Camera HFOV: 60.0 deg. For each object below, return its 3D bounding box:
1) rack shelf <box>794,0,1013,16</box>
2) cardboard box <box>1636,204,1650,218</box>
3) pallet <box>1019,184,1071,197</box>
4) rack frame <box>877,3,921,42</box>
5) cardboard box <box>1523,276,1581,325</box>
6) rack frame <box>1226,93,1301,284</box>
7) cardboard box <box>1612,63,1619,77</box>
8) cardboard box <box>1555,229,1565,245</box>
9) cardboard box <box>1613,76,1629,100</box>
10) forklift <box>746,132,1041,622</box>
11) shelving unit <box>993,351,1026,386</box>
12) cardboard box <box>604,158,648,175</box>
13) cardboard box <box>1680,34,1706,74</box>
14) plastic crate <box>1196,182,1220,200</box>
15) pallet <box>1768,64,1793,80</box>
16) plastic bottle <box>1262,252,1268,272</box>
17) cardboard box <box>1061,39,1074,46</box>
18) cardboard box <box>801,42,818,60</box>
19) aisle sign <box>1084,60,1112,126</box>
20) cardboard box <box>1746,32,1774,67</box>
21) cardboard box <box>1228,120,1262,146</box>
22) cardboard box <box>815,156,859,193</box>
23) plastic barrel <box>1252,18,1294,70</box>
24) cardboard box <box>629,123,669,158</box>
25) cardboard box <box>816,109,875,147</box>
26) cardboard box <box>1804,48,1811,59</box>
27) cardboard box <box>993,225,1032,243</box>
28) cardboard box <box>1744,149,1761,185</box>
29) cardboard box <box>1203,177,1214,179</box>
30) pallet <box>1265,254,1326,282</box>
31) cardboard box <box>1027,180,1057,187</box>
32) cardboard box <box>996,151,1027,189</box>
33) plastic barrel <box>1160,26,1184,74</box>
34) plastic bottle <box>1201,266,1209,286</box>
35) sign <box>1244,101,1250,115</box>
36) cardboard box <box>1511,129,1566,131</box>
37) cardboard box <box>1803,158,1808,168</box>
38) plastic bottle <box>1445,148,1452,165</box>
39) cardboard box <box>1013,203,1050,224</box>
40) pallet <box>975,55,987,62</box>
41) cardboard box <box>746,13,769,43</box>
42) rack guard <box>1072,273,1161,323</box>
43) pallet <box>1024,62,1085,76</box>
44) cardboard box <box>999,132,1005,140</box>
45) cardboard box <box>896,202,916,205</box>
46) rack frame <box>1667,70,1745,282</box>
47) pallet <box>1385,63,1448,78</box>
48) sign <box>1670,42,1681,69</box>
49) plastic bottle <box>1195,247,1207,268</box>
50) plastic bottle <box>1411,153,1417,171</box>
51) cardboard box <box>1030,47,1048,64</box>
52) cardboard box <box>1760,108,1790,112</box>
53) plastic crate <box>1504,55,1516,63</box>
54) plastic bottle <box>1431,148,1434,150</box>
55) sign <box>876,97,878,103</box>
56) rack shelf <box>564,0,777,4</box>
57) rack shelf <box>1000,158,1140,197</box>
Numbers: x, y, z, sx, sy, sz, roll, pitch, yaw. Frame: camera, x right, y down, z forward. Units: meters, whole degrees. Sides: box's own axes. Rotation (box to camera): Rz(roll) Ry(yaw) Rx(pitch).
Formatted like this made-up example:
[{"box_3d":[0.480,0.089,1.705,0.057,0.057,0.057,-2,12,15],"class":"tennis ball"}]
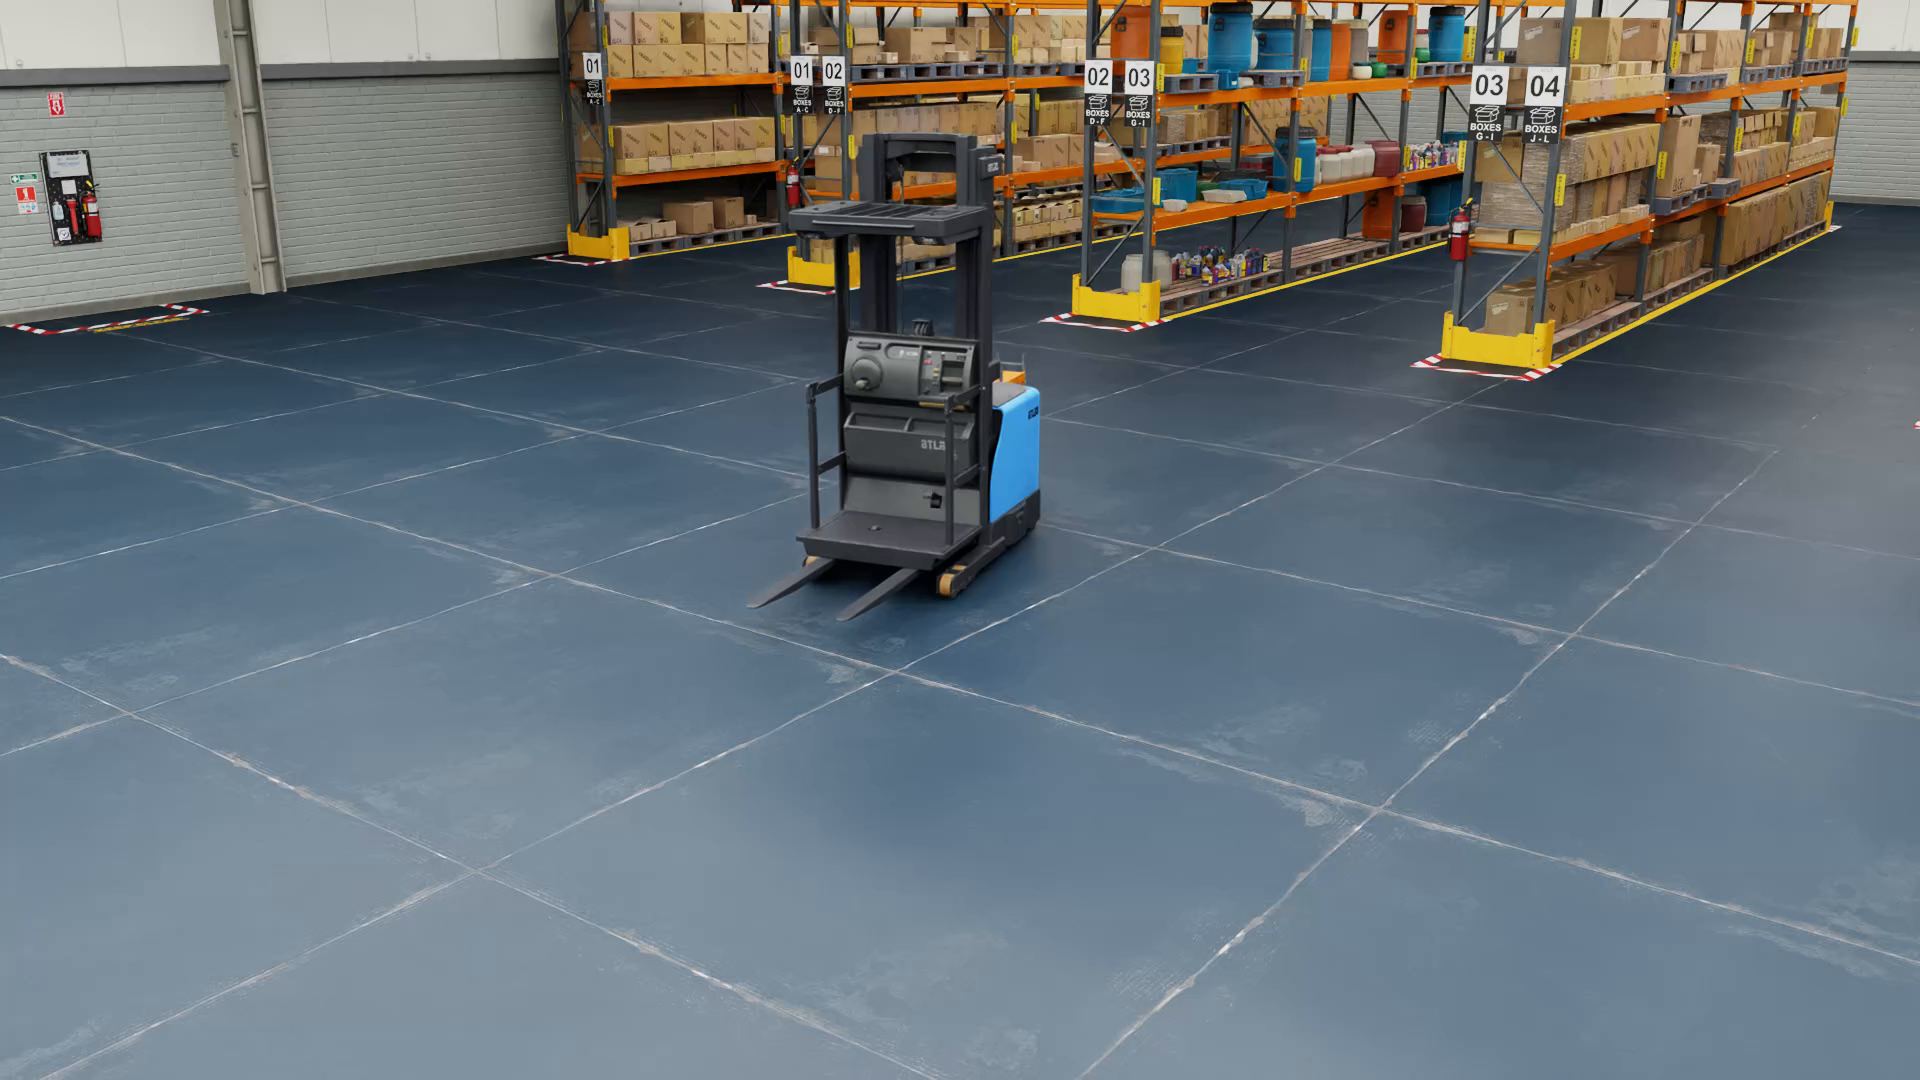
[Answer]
[{"box_3d":[-0.777,-7.991,24.691,1.077,0.370,4.000,12,21,35],"class":"rack shelf"},{"box_3d":[8.476,-4.163,21.014,0.380,0.149,0.250,12,21,35],"class":"cardboard box"},{"box_3d":[1.716,-7.753,36.853,1.003,0.211,1.213,12,21,35],"class":"pallet"},{"box_3d":[-1.183,-10.829,31.943,1.000,3.000,0.127,12,21,35],"class":"rack frame"},{"box_3d":[7.087,-2.880,19.967,0.500,0.500,0.500,15,23,40],"class":"cardboard box"},{"box_3d":[4.390,-5.261,24.128,1.000,3.000,0.127,12,21,35],"class":"rack frame"},{"box_3d":[7.394,-5.445,19.244,0.380,0.149,0.250,11,21,33],"class":"cardboard box"},{"box_3d":[6.510,-3.395,18.542,0.380,0.149,0.250,12,21,35],"class":"cardboard box"},{"box_3d":[7.386,-5.229,19.220,0.500,0.250,0.500,13,22,36],"class":"cardboard box"},{"box_3d":[-0.426,-1.156,11.025,1.130,2.935,3.031,7,19,21],"class":"forklift"},{"box_3d":[0.299,-0.810,12.829,0.258,1.200,0.503,7,19,21],"class":"shelving unit"},{"box_3d":[-5.404,-6.057,26.910,0.500,0.250,0.500,12,21,33],"class":"cardboard box"},{"box_3d":[9.288,-6.387,21.814,0.797,0.503,0.637,13,22,37],"class":"cardboard box"},{"box_3d":[3.355,-4.886,23.279,0.450,0.188,0.662,12,21,35],"class":"plastic crate"},{"box_3d":[12.628,-7.405,26.297,0.805,0.209,1.217,11,21,33],"class":"pallet"},{"box_3d":[4.368,-4.001,23.909,0.061,0.283,0.133,14,22,37],"class":"plastic bottle"},{"box_3d":[2.139,-10.763,36.164,0.500,0.250,0.500,12,21,34],"class":"cardboard box"},{"box_3d":[-2.809,-8.865,30.117,0.500,0.311,0.500,13,22,36],"class":"cardboard box"},{"box_3d":[1.725,-5.585,20.788,0.394,0.787,0.004,12,21,35],"class":"aisle sign"},{"box_3d":[11.951,-7.511,25.434,0.797,0.503,0.637,12,21,34],"class":"cardboard box"},{"box_3d":[5.703,-8.164,33.306,0.500,0.500,0.500,13,22,36],"class":"cardboard box"},{"box_3d":[-1.681,-5.341,24.217,0.700,0.500,0.500,12,21,35],"class":"cardboard box"},{"box_3d":[4.519,-7.092,24.122,0.600,0.901,0.708,12,21,35],"class":"plastic barrel"},{"box_3d":[-5.121,-6.532,27.174,0.500,0.500,0.500,12,21,35],"class":"cardboard box"},{"box_3d":[-1.649,-5.973,24.065,0.700,0.500,0.500,13,21,35],"class":"cardboard box"},{"box_3d":[13.877,-8.344,27.953,0.700,0.500,0.500,14,22,37],"class":"cardboard box"},{"box_3d":[0.854,-5.077,27.463,0.500,0.250,0.500,12,21,33],"class":"cardboard box"},{"box_3d":[11.867,-5.700,25.372,0.500,0.500,0.500,12,21,34],"class":"cardboard box"},{"box_3d":[5.117,-6.891,32.849,0.500,0.500,0.500,12,21,34],"class":"cardboard box"},{"box_3d":[4.827,-4.123,25.166,1.003,0.211,1.213,12,21,35],"class":"pallet"},{"box_3d":[1.728,-8.084,36.725,0.700,0.500,0.500,13,21,35],"class":"cardboard box"},{"box_3d":[0.917,-7.913,35.585,0.750,0.750,0.750,13,21,35],"class":"cardboard box"},{"box_3d":[2.584,-6.325,21.471,0.600,0.588,0.600,0,17,0],"class":"plastic barrel"},{"box_3d":[3.337,-3.592,22.612,0.097,0.271,0.097,0,17,0],"class":"plastic bottle"},{"box_3d":[5.629,-8.498,32.600,0.100,0.325,0.005,12,21,35],"class":"sign"},{"box_3d":[6.707,-4.514,19.365,0.500,0.500,0.500,12,21,35],"class":"cardboard box"},{"box_3d":[14.198,-6.432,28.323,0.380,0.149,0.250,12,21,34],"class":"cardboard box"},{"box_3d":[8.445,-6.662,28.848,0.152,0.276,0.135,12,21,35],"class":"plastic bottle"},{"box_3d":[1.163,-5.465,27.768,0.500,0.311,0.500,12,21,34],"class":"cardboard box"},{"box_3d":[0.694,-10.031,34.753,0.805,0.209,1.217,11,21,33],"class":"pallet"},{"box_3d":[-3.647,-8.812,28.616,0.500,0.500,0.500,10,20,30],"class":"cardboard box"},{"box_3d":[2.014,-3.141,21.516,1.175,0.500,0.348,12,21,35],"class":"rack guard"},{"box_3d":[1.801,-7.988,28.169,1.003,0.211,1.213,14,22,37],"class":"pallet"},{"box_3d":[0.794,-8.485,34.899,0.380,0.149,0.250,12,21,35],"class":"cardboard box"},{"box_3d":[-1.006,-4.970,25.854,0.500,0.500,0.500,12,21,35],"class":"cardboard box"},{"box_3d":[10.751,-5.339,24.377,1.000,3.000,0.127,12,21,35],"class":"rack frame"},{"box_3d":[7.308,-7.721,27.310,1.003,0.211,1.213,12,21,35],"class":"pallet"},{"box_3d":[8.808,-5.971,20.485,0.100,0.325,0.005,12,21,35],"class":"sign"},{"box_3d":[3.463,-4.042,23.928,0.144,0.351,0.185,11,21,32],"class":"plastic bottle"},{"box_3d":[7.523,-6.274,27.587,0.061,0.283,0.133,12,21,35],"class":"plastic bottle"},{"box_3d":[1.114,-7.975,27.354,0.500,0.250,0.500,10,20,29],"class":"cardboard box"},{"box_3d":[14.413,-7.362,29.381,0.500,0.500,0.500,12,21,33],"class":"cardboard box"},{"box_3d":[10.117,-8.784,30.635,0.497,0.269,0.590,12,21,35],"class":"plastic crate"},{"box_3d":[8.468,-6.924,29.817,0.097,0.201,0.097,0,17,0],"class":"plastic bottle"},{"box_3d":[-1.631,-8.615,32.975,0.100,0.325,0.005,12,21,35],"class":"sign"},{"box_3d":[-4.758,-9.055,27.449,1.077,0.370,4.000,12,21,35],"class":"rack shelf"},{"box_3d":[1.606,-6.270,28.590,1.077,0.370,4.000,12,21,35],"class":"rack shelf"}]
